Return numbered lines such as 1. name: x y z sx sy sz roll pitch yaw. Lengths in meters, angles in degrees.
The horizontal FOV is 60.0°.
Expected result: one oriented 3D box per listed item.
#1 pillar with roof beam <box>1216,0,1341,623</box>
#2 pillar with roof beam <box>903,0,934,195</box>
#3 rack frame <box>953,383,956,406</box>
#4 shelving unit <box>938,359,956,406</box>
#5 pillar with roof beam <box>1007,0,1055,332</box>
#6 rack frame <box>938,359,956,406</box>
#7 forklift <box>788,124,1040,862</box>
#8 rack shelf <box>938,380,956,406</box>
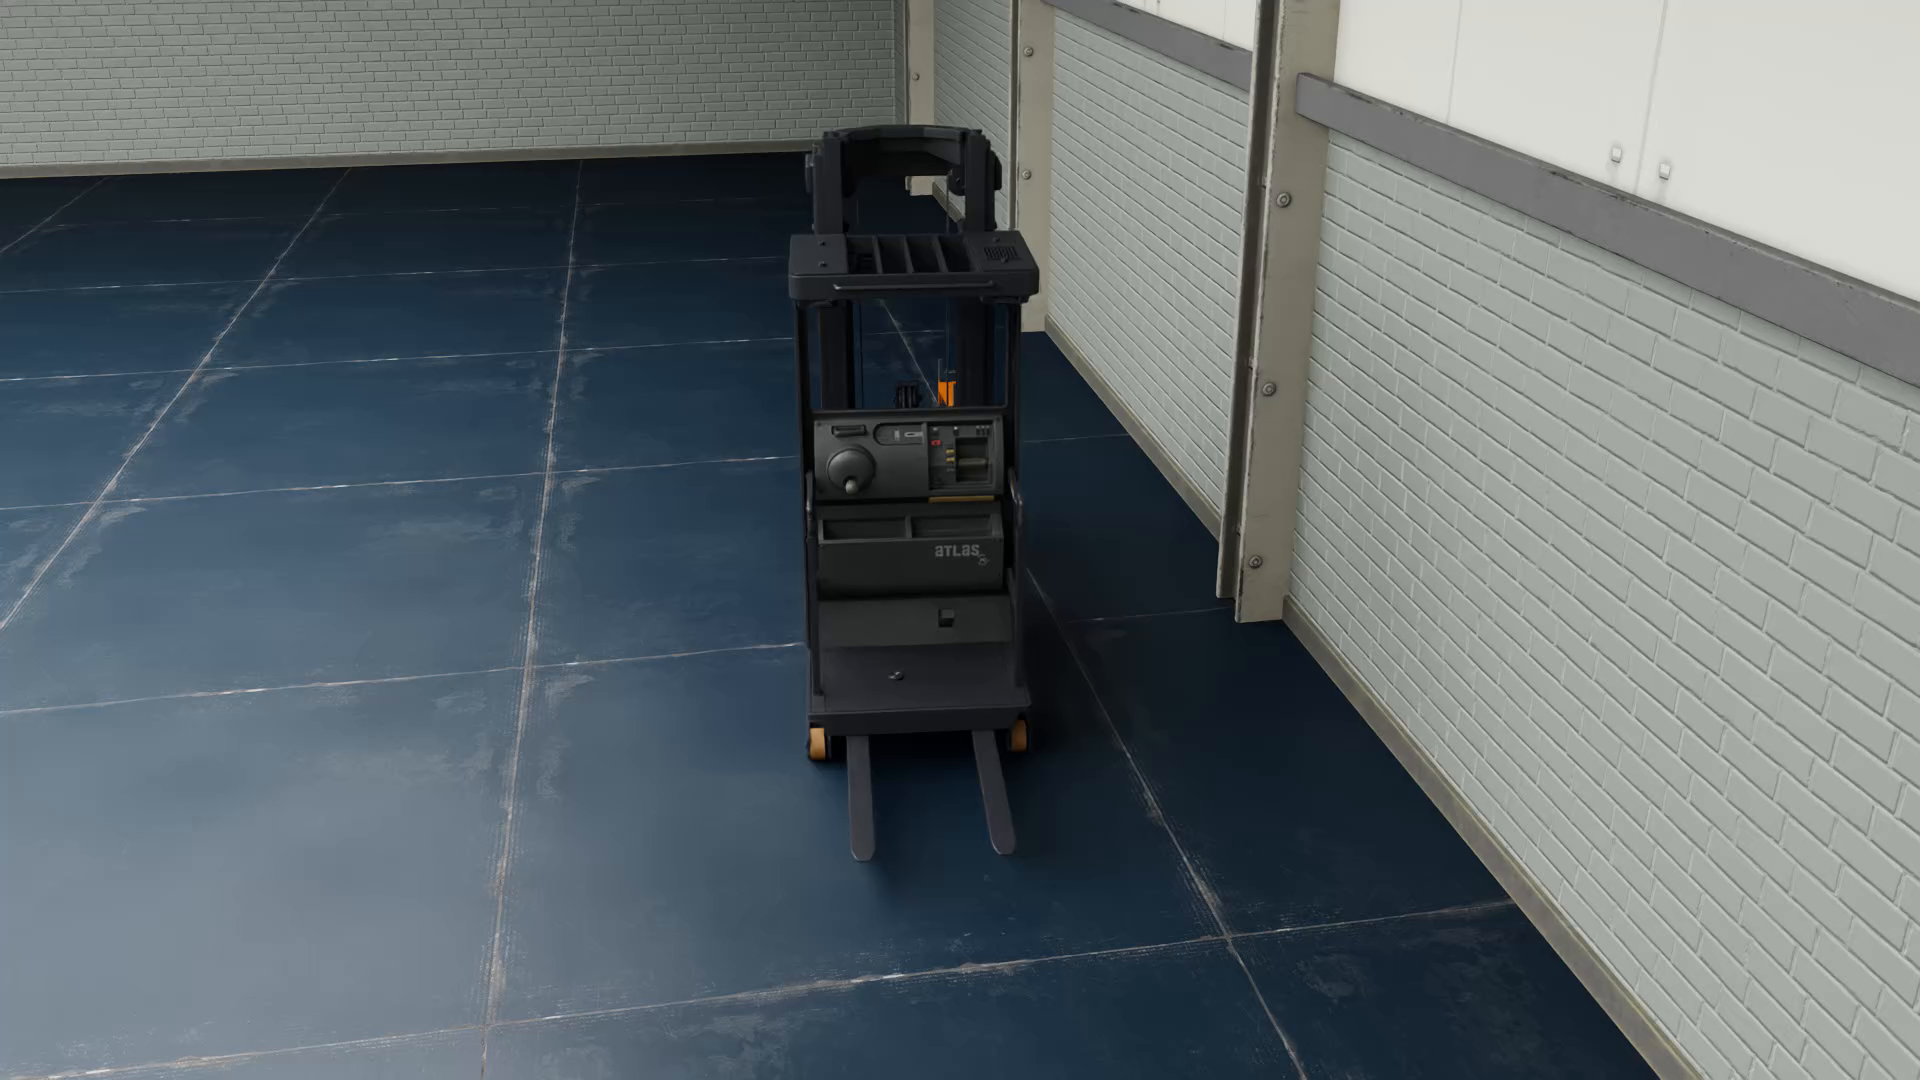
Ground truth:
1. pillar with roof beam: -2.506 -3.414 7.323 9.100 9.000 0.400 -4 24 -10
2. pillar with roof beam: -4.725 -8.134 18.130 9.100 9.000 0.400 -4 24 -10
3. rack frame: 0.076 -0.389 10.141 0.240 1.200 0.015 -4 24 -10
4. shelving unit: 0.031 -0.485 10.361 0.258 1.200 0.503 -4 24 -10
5. pillar with roof beam: -3.615 -5.774 12.726 9.100 9.000 0.400 -4 24 -10
6. rack frame: -0.015 -0.581 10.581 0.240 1.200 0.015 -4 24 -10
7. forklift: -0.229 -0.389 7.978 1.130 2.935 3.031 -2 24 -4
8. rack shelf: 0.031 -0.845 10.204 0.258 0.148 0.480 -4 24 -10
